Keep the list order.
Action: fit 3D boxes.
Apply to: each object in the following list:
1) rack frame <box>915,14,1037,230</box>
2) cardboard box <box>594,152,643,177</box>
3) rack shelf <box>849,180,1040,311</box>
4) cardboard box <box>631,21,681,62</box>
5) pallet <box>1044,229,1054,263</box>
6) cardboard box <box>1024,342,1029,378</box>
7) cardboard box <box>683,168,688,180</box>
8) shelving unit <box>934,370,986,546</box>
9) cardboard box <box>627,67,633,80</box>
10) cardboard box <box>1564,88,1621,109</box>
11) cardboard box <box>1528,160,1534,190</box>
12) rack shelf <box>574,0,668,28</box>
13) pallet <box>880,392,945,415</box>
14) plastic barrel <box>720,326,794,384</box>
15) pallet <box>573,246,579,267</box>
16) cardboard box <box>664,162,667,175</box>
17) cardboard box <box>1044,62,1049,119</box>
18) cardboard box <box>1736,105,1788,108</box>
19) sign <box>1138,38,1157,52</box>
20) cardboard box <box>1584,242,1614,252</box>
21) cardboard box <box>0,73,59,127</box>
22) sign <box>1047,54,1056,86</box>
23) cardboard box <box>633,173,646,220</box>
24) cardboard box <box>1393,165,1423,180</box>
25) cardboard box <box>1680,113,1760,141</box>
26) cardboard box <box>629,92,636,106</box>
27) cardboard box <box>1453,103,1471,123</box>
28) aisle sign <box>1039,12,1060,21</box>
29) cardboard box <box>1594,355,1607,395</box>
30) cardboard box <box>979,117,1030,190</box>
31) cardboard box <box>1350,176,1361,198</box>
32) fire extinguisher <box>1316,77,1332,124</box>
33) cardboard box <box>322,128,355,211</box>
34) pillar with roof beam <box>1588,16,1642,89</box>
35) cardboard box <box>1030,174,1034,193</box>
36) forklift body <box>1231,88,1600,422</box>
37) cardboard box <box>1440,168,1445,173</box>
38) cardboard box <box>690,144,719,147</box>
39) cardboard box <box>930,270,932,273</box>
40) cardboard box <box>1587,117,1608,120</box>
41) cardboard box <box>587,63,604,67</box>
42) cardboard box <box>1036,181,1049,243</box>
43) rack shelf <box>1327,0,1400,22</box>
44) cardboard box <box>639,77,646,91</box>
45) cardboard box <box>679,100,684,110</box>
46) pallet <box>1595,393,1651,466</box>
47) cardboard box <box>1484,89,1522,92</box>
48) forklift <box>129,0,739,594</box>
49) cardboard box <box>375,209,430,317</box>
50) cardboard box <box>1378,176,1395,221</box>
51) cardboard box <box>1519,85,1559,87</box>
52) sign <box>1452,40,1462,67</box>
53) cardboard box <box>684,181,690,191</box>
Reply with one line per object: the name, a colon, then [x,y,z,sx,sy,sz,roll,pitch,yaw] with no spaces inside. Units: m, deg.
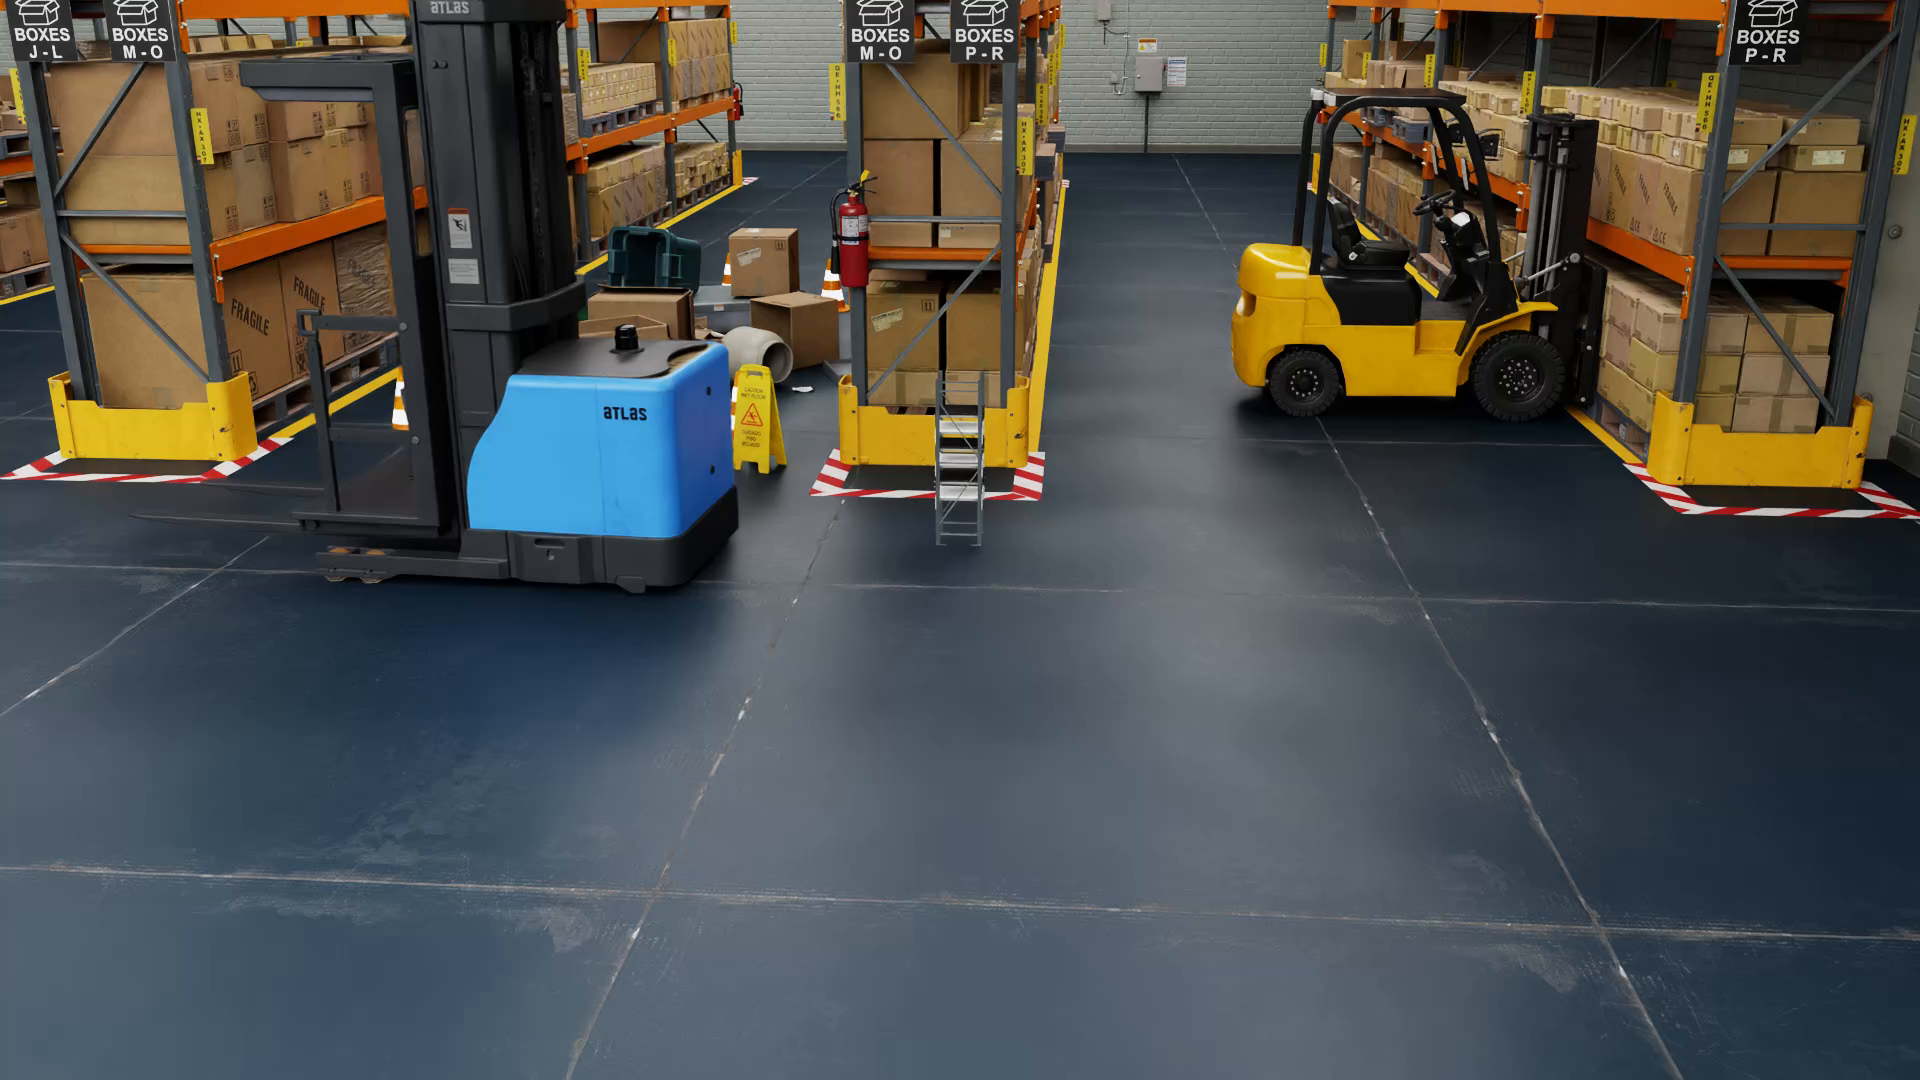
rack frame: [0.123,-3.155,13.735,1.000,3.000,0.127,1,18,4]
cardboard box: [-4.123,-4.526,20.055,0.500,0.250,0.500,0,18,1]
rack shelf: [-0.021,-2.192,11.951,1.077,0.370,4.000,1,18,4]
cardboard box: [-3.973,-6.518,21.753,0.500,0.500,0.500,2,18,5]
pallet: [0.541,-3.316,18.703,1.003,0.211,1.213,1,18,4]
cardboard box: [0.214,-1.209,11.535,0.500,0.250,0.500,2,18,6]
cardboard box: [-3.971,-5.051,22.948,0.380,0.149,0.250,0,18,1]
shelving unit: [0.001,-0.430,8.791,0.258,0.900,0.210,1,18,4]
cardboard box: [-4.161,-5.631,20.065,0.380,0.149,0.250,1,18,2]
cardboard box: [4.844,-3.367,12.700,0.380,0.149,0.250,2,18,5]
cardboard box: [4.782,-2.961,12.982,0.500,0.500,0.500,1,18,2]
rack shelf: [-4.392,-6.181,19.308,1.077,0.370,4.000,1,18,4]
pallet: [-0.065,-0.863,11.217,1.003,0.211,1.213,1,18,4]
plastic barrel: [-1.526,-1.364,12.406,0.512,0.421,0.421,17,25,41]
pallet: [-4.667,-2.908,17.460,1.003,0.211,1.213,1,18,4]
cardboard box: [-4.017,-4.949,22.157,0.380,0.149,0.250,2,18,6]
cardboard box: [0.593,-4.321,15.980,0.500,0.500,0.500,0,18,0]
cardboard box: [5.108,-2.722,10.732,0.380,0.149,0.250,2,18,6]
sign: [3.408,-9.000,30.245,0.339,0.242,0.001,1,18,4]
cardboard box: [4.679,-2.112,12.686,0.500,0.250,0.500,1,18,4]
cardboard box: [-9.414,-4.522,17.070,0.700,0.500,0.500,4,19,12]
sign: [0.951,-4.901,17.330,0.100,0.325,0.005,1,18,4]
cardboard box: [-4.128,-4.177,20.192,0.500,0.500,0.500,1,18,3]
cardboard box: [5.325,-4.338,19.642,0.380,0.149,0.250,2,18,6]
cardboard box: [4.589,-2.494,10.036,0.380,0.149,0.250,1,18,4]
cardboard box: [-4.150,-5.349,20.159,0.380,0.149,0.250,1,18,2]
cardboard box: [4.993,-4.004,15.764,0.500,0.250,0.500,1,18,3]
aisle sign: [1.297,-8.133,24.751,0.394,0.787,0.004,1,18,4]
cardboard box: [4.596,-1.159,11.383,0.500,0.250,0.500,1,18,5]
cardboard box: [0.244,-2.720,11.769,0.500,0.500,0.500,1,18,3]
cardboard box: [5.420,-4.721,22.230,0.396,0.266,0.258,2,18,6]
fire extinguisher: [5.484,-6.615,25.015,0.296,0.674,0.183,1,18,4]
cardboard box: [-4.947,-2.687,12.067,0.875,0.550,0.500,1,18,4]
pillar with roof beam: [1.872,-6.810,15.254,9.100,9.000,0.400,1,18,4]
cardboard box: [0.393,-2.852,13.212,0.380,0.149,0.250,2,18,5]
forklift body: [3.103,-2.030,11.663,2.313,2.155,1.214,1,18,4]
cardboard box: [5.810,-4.249,19.370,0.380,0.149,0.250,1,18,2]
cardboard box: [-3.822,-5.842,24.883,0.380,0.149,0.250,2,18,5]
cardboard box: [-0.386,-1.919,11.456,0.380,0.149,0.250,2,18,5]
cardboard box: [4.668,-2.911,11.788,0.380,0.149,0.250,1,18,2]
cardboard box: [-4.735,-5.970,21.098,0.380,0.149,0.250,2,18,7]
cardboard box: [0.542,-3.800,18.441,0.875,0.875,0.875,1,18,3]
rack shelf: [5.791,-7.235,22.524,1.077,0.370,4.000,1,18,4]
cardboard box: [-4.118,-5.654,20.611,0.380,0.149,0.250,2,18,6]
cardboard box: [-3.965,-5.930,22.608,0.380,0.149,0.250,0,18,1]
pallet: [4.800,-0.717,10.771,1.003,0.211,1.213,1,18,4]
cardboard box: [5.040,-4.067,15.316,0.380,0.149,0.250,1,18,4]
forklift: [-2.748,-1.333,8.284,3.031,2.935,1.130,3,18,9]
cardboard box: [-4.937,-2.230,13.650,0.875,0.875,0.875,2,18,5]
cardboard box: [5.320,-4.076,19.886,0.500,0.500,0.500,1,18,2]
cardboard box: [5.604,-4.297,16.019,0.380,0.149,0.250,1,18,3]
sign: [6.201,-6.069,20.768,0.100,0.325,0.005,1,18,4]
cardboard box: [-3.917,-4.831,22.752,0.380,0.149,0.250,1,18,4]
